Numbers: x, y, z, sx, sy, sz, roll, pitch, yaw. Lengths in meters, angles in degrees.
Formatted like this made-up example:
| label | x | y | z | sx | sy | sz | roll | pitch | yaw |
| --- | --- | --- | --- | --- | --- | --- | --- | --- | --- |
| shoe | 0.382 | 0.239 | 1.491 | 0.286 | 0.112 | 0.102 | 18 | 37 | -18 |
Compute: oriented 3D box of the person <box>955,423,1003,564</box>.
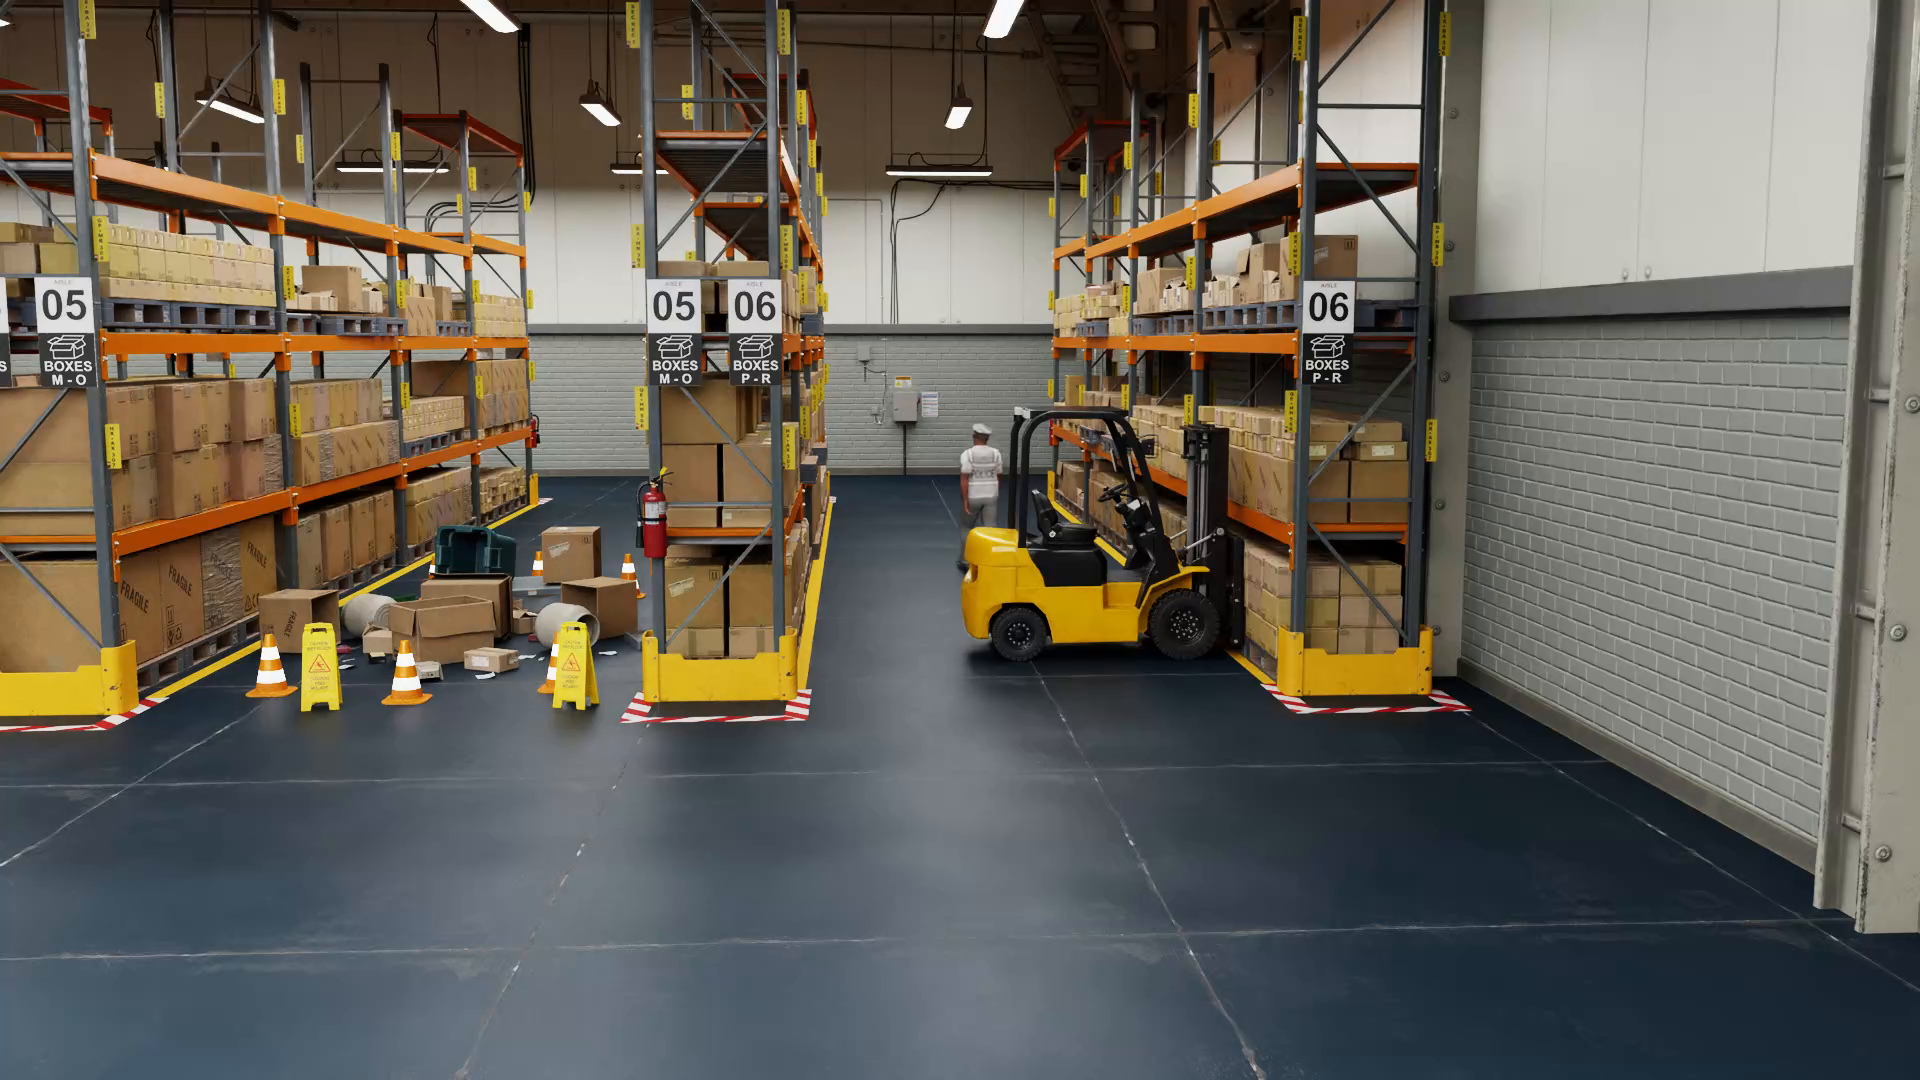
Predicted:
| label | x | y | z | sx | sy | sz | roll | pitch | yaw |
| --- | --- | --- | --- | --- | --- | --- | --- | --- | --- |
| person | 0.234 | -0.531 | 19.947 | 0.534 | 1.741 | 0.913 | -1 | 7 | -9 |
